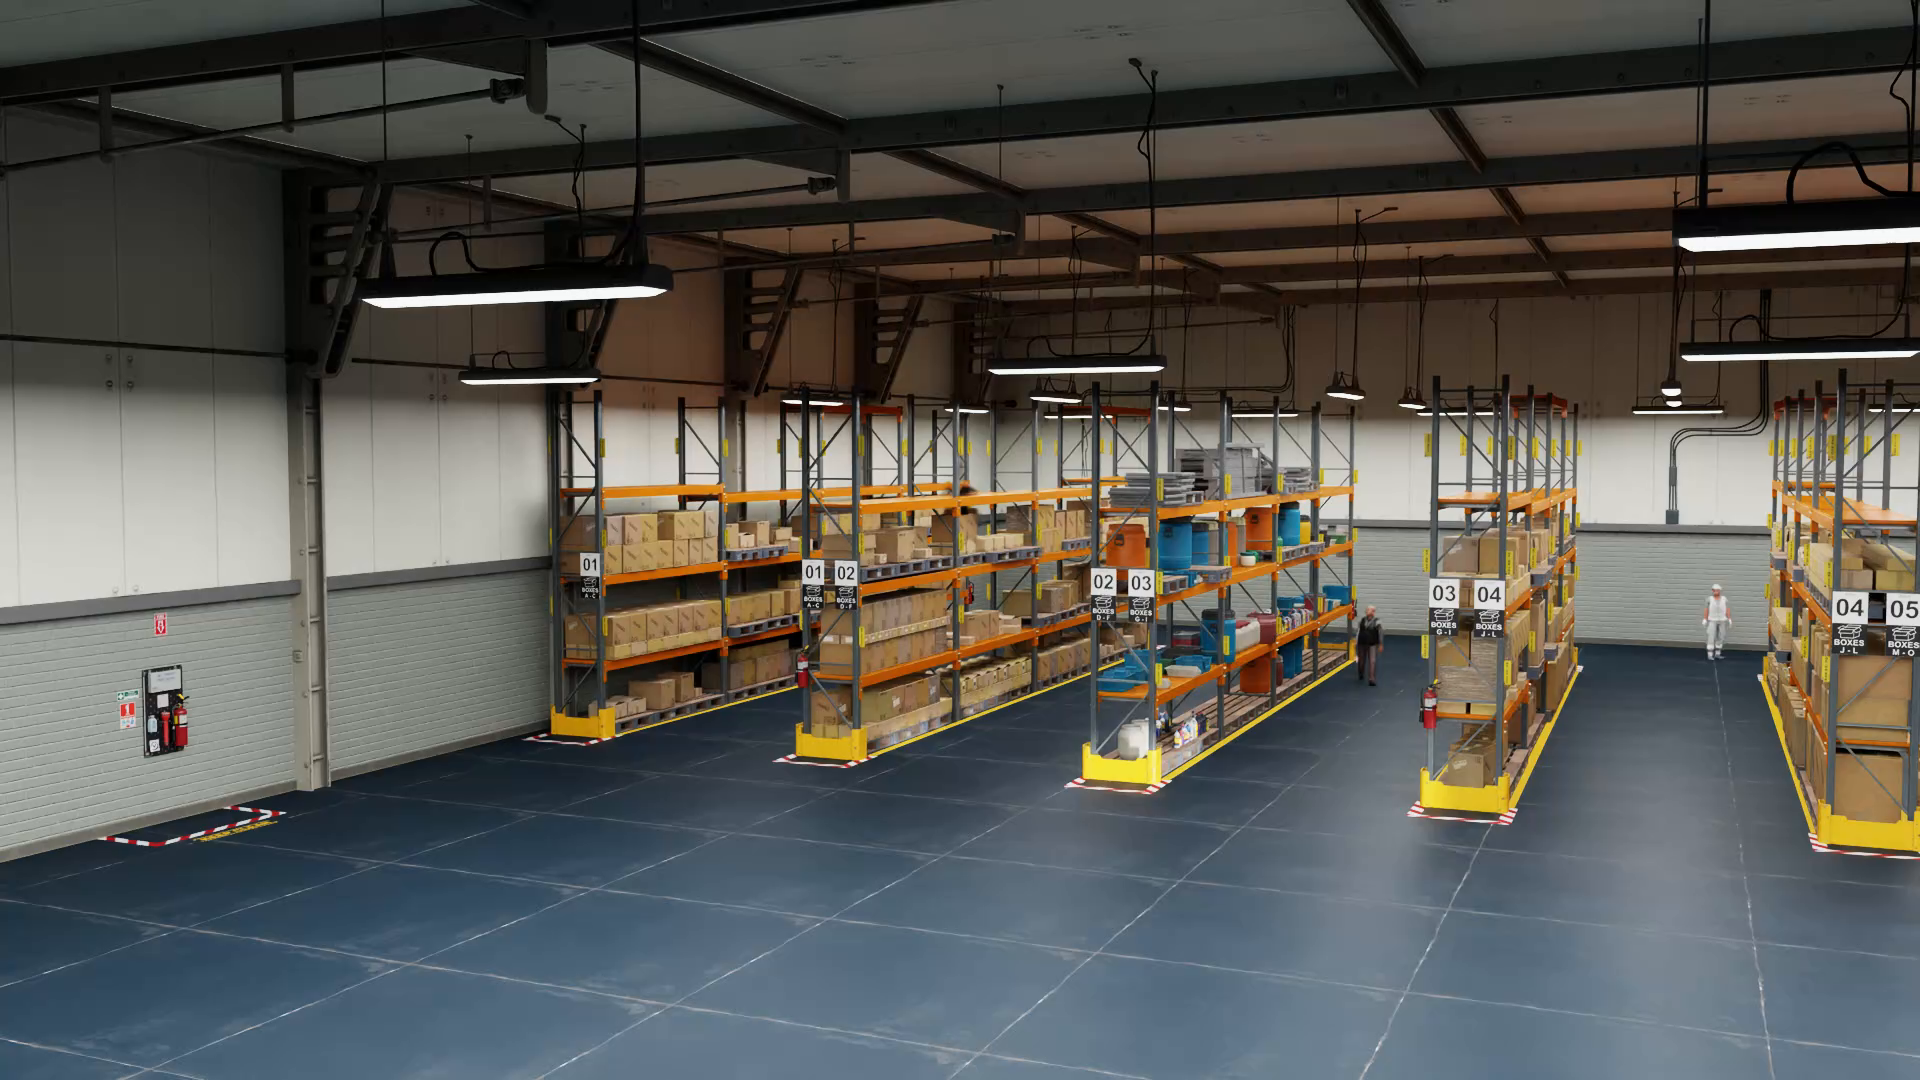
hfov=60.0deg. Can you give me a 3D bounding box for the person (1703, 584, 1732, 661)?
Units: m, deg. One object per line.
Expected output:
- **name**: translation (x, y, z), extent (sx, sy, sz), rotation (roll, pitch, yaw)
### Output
- **person**: translation (17.912, 1.947, 39.316), extent (0.623, 1.806, 0.544), rotation (1, 3, 14)

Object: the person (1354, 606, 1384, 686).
- **person**: translation (8.642, 2.226, 35.168), extent (0.619, 1.686, 0.970), rotation (1, 3, 12)
